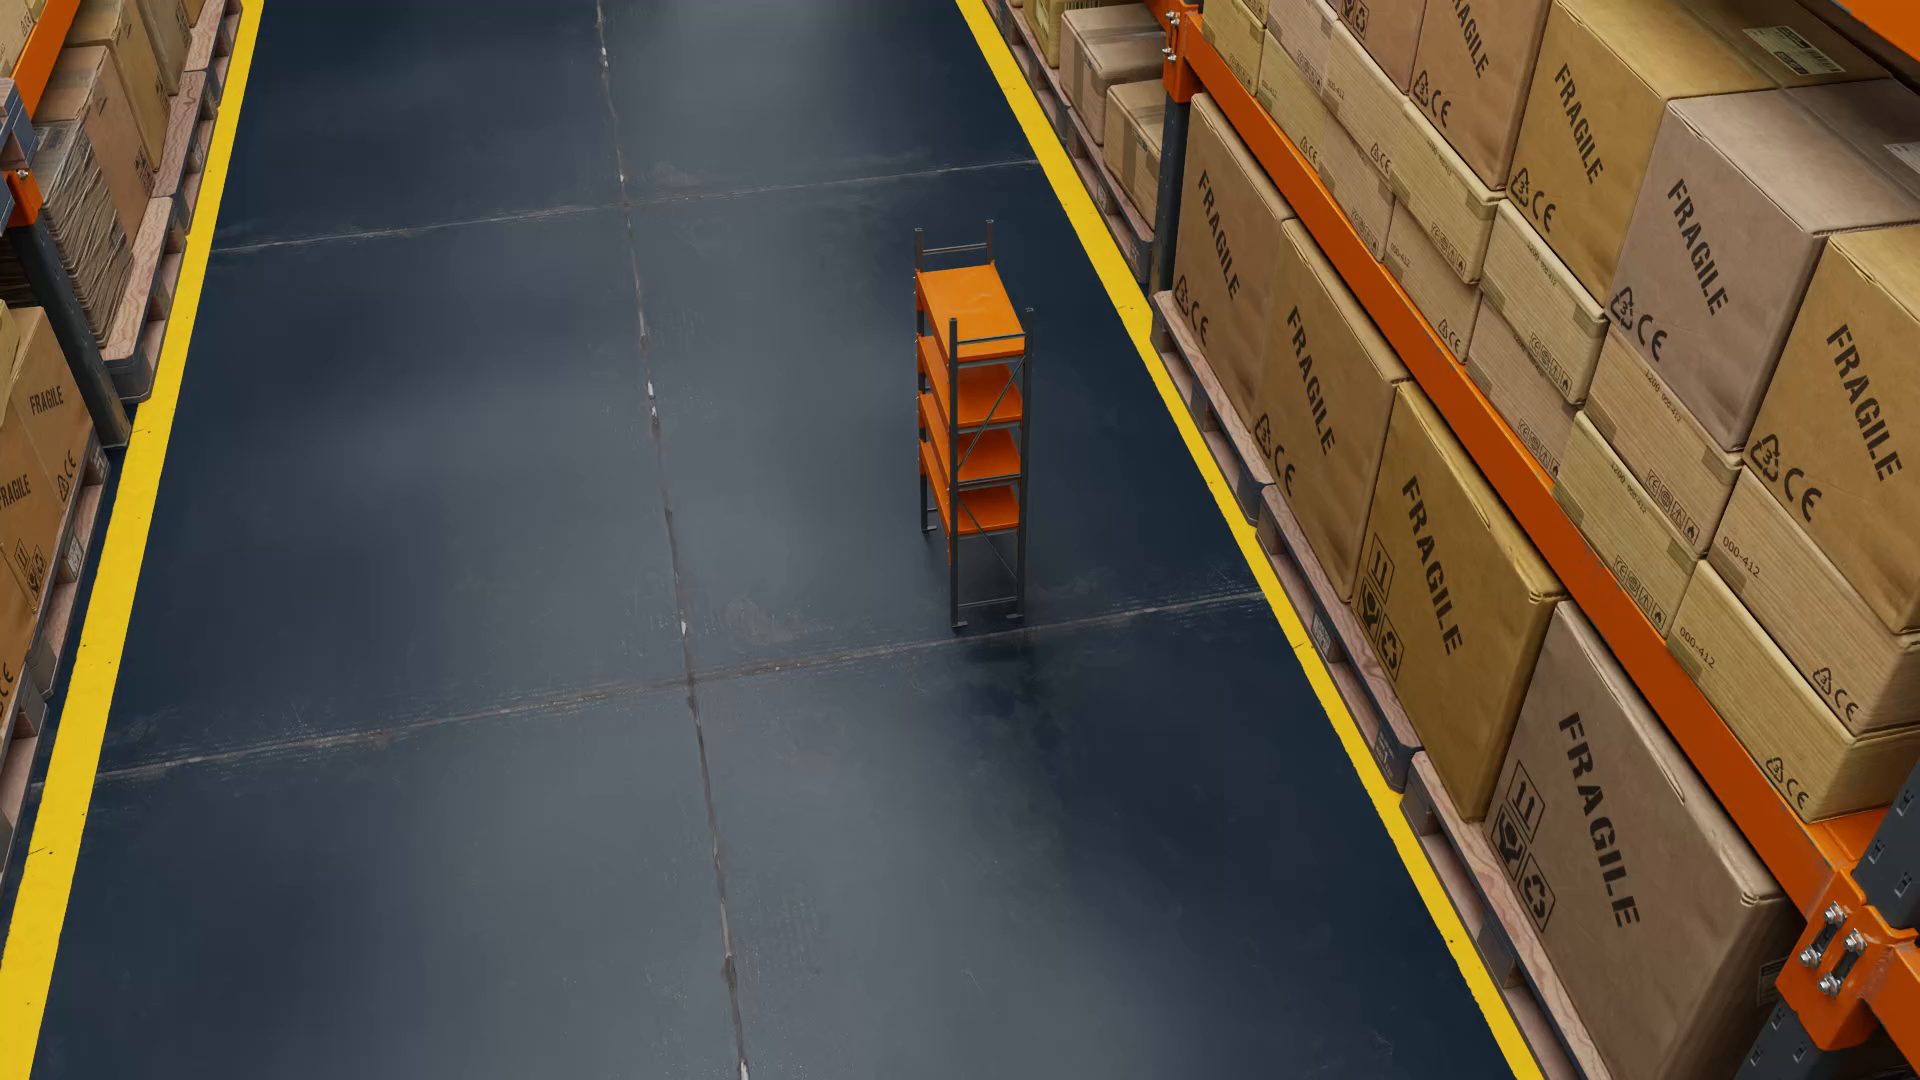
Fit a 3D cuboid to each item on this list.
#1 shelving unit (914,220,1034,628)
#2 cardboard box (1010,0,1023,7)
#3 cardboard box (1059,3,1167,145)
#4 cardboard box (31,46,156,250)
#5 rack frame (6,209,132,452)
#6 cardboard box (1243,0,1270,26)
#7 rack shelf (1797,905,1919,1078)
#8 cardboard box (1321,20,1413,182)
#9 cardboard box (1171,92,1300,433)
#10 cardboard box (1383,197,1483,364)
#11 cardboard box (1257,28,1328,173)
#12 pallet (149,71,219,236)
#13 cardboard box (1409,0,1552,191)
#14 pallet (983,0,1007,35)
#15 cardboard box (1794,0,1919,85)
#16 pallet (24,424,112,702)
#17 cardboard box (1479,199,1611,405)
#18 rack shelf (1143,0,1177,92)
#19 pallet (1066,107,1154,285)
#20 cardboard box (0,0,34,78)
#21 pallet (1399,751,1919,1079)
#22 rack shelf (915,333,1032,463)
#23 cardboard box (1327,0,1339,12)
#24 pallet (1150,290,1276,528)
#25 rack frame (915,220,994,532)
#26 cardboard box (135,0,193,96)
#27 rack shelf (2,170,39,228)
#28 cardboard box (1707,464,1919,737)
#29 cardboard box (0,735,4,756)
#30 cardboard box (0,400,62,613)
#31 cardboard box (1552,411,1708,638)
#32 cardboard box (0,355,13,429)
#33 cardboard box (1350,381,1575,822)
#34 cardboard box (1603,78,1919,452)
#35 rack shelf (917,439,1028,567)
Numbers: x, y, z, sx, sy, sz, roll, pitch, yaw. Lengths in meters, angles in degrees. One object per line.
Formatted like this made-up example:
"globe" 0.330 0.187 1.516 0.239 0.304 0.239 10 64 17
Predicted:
"shelving unit" 0.036 -0.341 5.231 0.258 1.200 0.503 -8 42 -9
"cardboard box" 0.686 -3.103 8.649 0.950 0.372 0.625 -6 42 -7
"cardboard box" 0.996 -2.160 7.587 0.950 0.372 0.625 -9 42 -10
"cardboard box" -3.840 -1.525 6.681 0.875 0.625 0.625 -7 42 -8
"rack frame" -3.570 -1.427 5.098 1.000 3.000 0.127 -8 42 -9
"cardboard box" 1.144 -1.908 5.376 0.500 0.250 0.500 -9 42 -10
"rack shelf" 2.571 2.017 1.760 1.077 0.370 4.000 -8 42 -9
"cardboard box" 1.350 -1.248 4.633 0.500 0.250 0.500 -8 42 -9
"cardboard box" 1.343 -1.044 5.951 0.875 0.875 0.875 -9 42 -10
"cardboard box" 1.481 -0.741 4.438 0.500 0.250 0.500 -8 42 -9
"cardboard box" 1.264 -1.401 5.182 0.500 0.250 0.500 -9 42 -11
"pallet" -3.970 -1.713 7.521 1.003 0.211 1.213 -8 42 -9
"cardboard box" 1.462 -1.212 4.028 0.500 0.500 0.500 -8 42 -9
"pallet" 0.582 -3.187 9.181 1.003 0.211 1.213 -8 42 -9
"cardboard box" 2.082 -0.937 3.718 0.500 0.500 0.500 -9 42 -10
"pallet" -3.446 0.105 5.473 1.003 0.211 1.213 -8 42 -9
"cardboard box" 1.573 -0.588 3.889 0.500 0.250 0.500 -7 42 -8
"rack shelf" 0.844 -3.168 7.602 1.077 0.370 4.000 -8 42 -9
"pallet" 1.108 -1.605 7.399 1.003 0.211 1.213 -8 42 -9
"cardboard box" -3.428 -1.694 5.512 0.500 0.250 0.500 -8 42 -9
"pallet" 1.899 1.005 4.458 1.003 0.211 1.213 -8 42 -9
"rack shelf" 0.036 -0.458 5.127 0.258 0.148 0.480 -8 42 -9
"cardboard box" 1.260 -1.877 4.777 0.500 0.500 0.500 -8 42 -9
"pallet" 1.372 -0.576 6.240 1.003 0.211 1.213 -8 42 -9
"rack frame" -0.017 -0.500 5.409 0.240 1.200 0.015 -8 42 -9
"cardboard box" -4.150 -2.448 7.721 0.875 0.625 0.625 -9 42 -10
"rack shelf" -3.139 0.138 3.877 1.077 0.370 4.000 -8 42 -9
"cardboard box" 1.806 0.070 3.148 0.500 0.250 0.500 -8 42 -9
"cardboard box" -2.926 0.593 4.390 0.500 0.500 0.500 -10 43 -11
"cardboard box" -3.171 -0.080 5.148 0.500 0.500 0.500 -9 42 -10
"cardboard box" 1.687 -0.077 3.690 0.500 0.250 0.500 -9 42 -10
"cardboard box" -3.127 -0.436 5.059 0.380 0.149 0.250 -10 43 -12
"cardboard box" 1.724 0.115 4.646 0.875 0.875 0.875 -7 42 -8
"cardboard box" 1.678 -0.547 3.279 0.500 0.500 0.500 -8 42 -8
"rack shelf" 0.036 -0.143 5.407 0.258 0.148 0.480 -8 42 -9
